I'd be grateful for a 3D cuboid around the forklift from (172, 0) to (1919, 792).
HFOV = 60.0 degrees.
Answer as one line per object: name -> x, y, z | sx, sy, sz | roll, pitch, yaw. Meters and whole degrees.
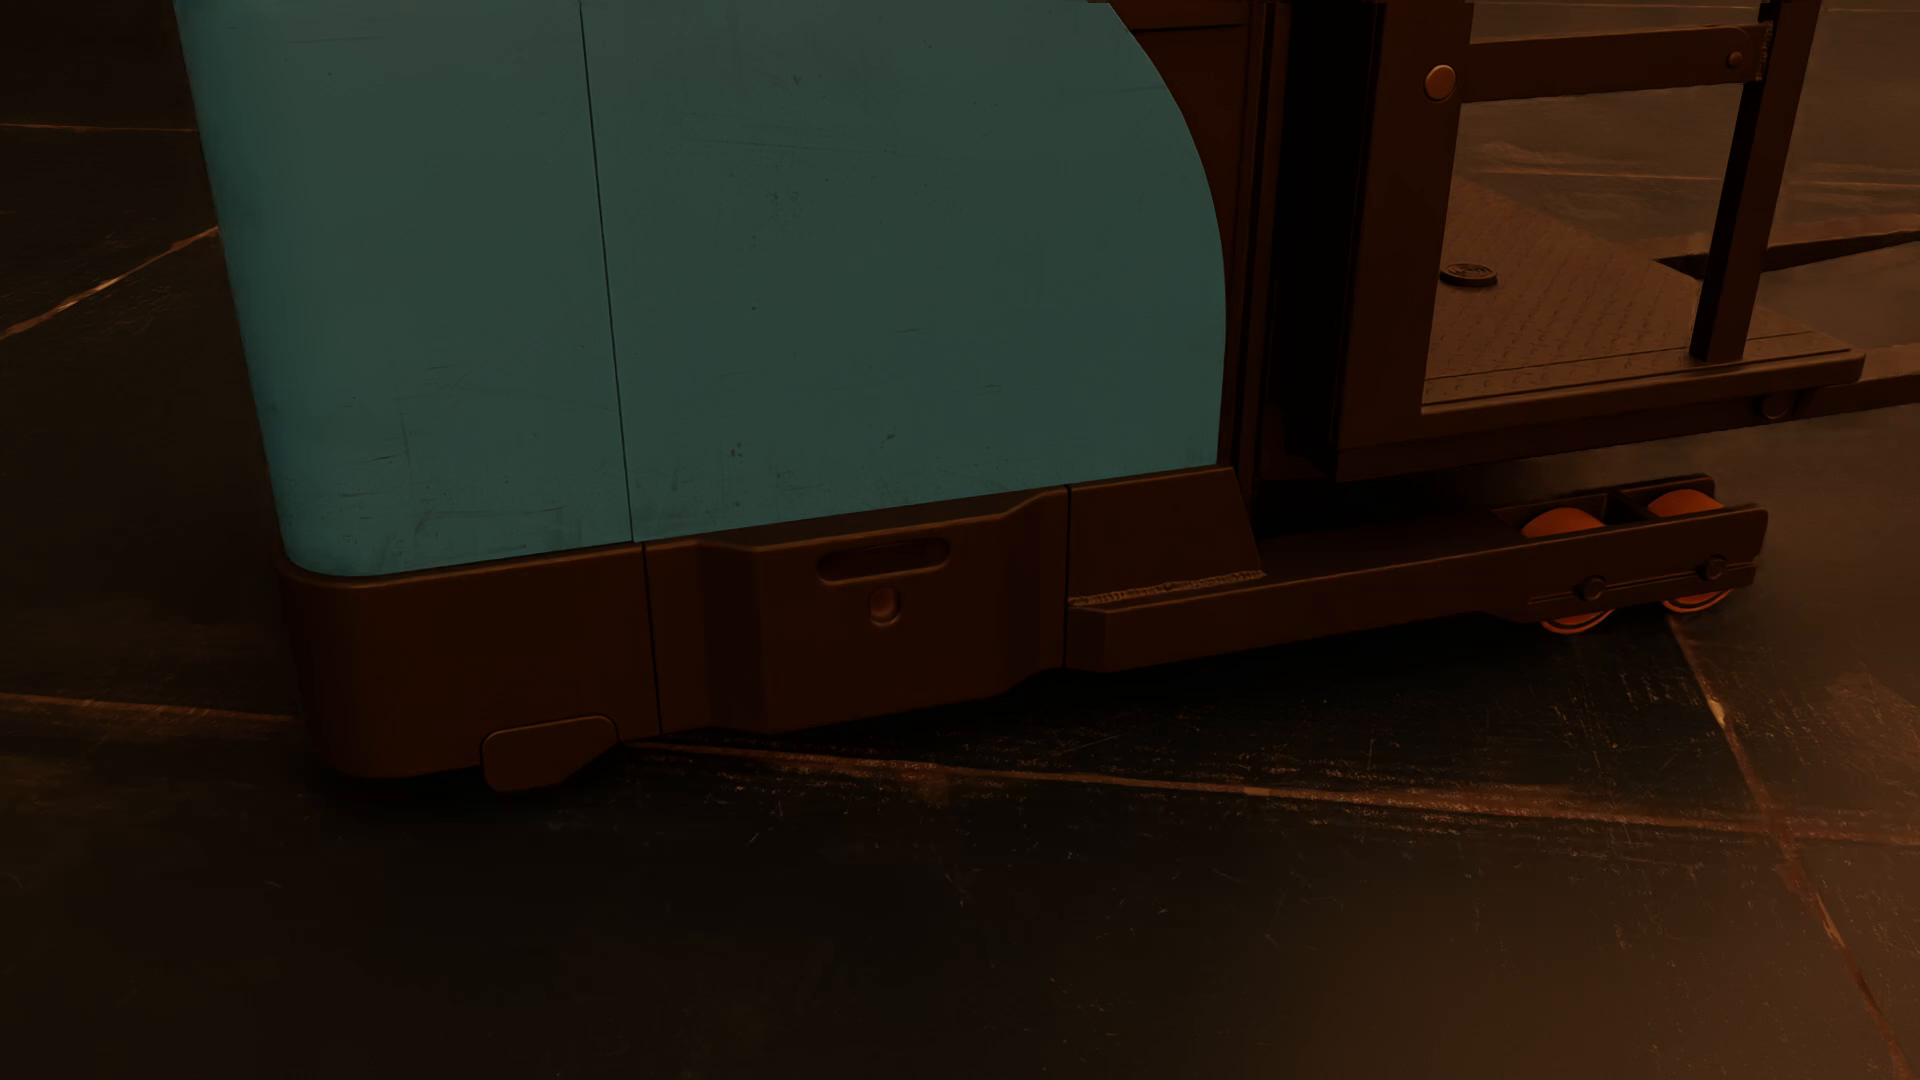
forklift -> 0.583, -1.401, 2.026 | 3.031, 2.935, 1.130 | -8, 28, -16
